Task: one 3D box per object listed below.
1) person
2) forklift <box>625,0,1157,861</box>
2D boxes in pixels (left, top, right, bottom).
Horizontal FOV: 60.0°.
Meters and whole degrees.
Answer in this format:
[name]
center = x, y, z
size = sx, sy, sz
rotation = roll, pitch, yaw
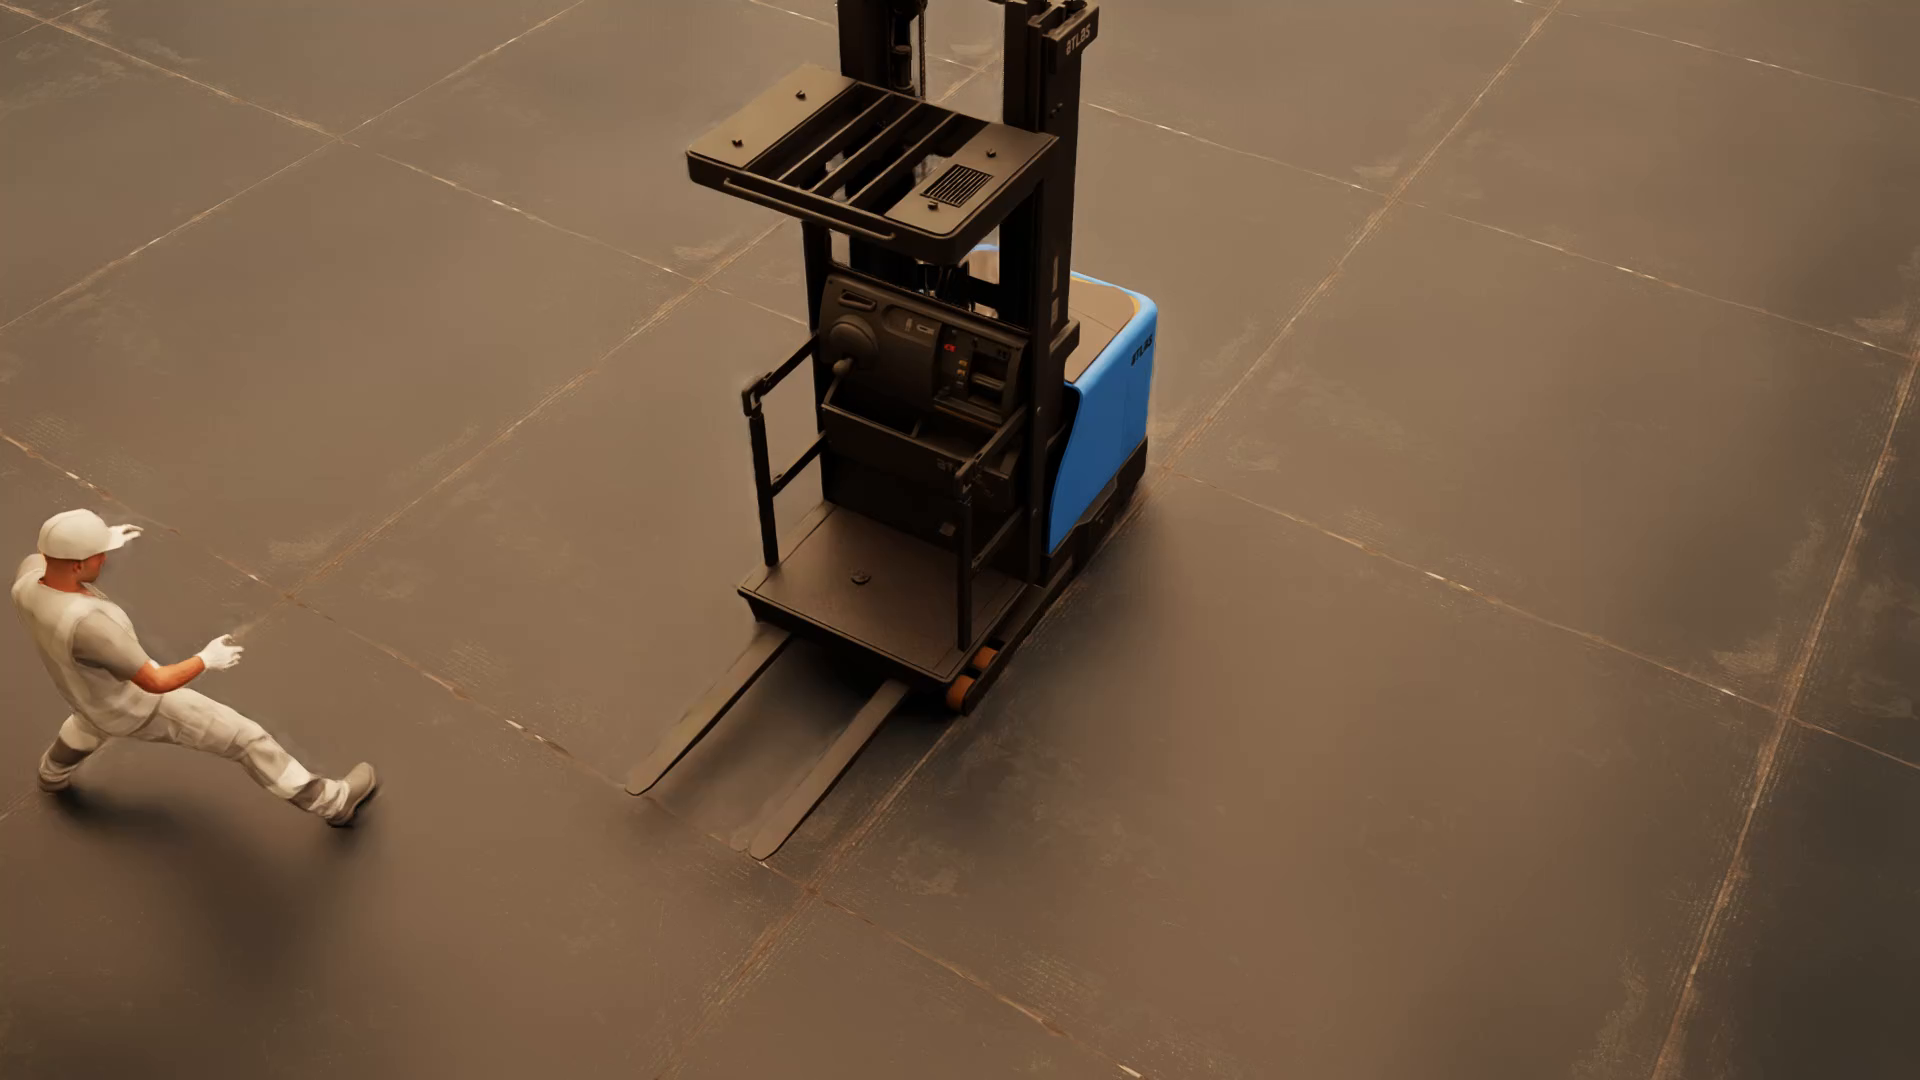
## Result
[person]
center = -3.128, 0.435, 6.371
size = 1.264, 1.573, 0.949
rotation = 30, 51, 28
[forklift]
center = -0.271, -0.685, 6.571
size = 1.130, 2.935, 3.031
rotation = 22, 48, 22
